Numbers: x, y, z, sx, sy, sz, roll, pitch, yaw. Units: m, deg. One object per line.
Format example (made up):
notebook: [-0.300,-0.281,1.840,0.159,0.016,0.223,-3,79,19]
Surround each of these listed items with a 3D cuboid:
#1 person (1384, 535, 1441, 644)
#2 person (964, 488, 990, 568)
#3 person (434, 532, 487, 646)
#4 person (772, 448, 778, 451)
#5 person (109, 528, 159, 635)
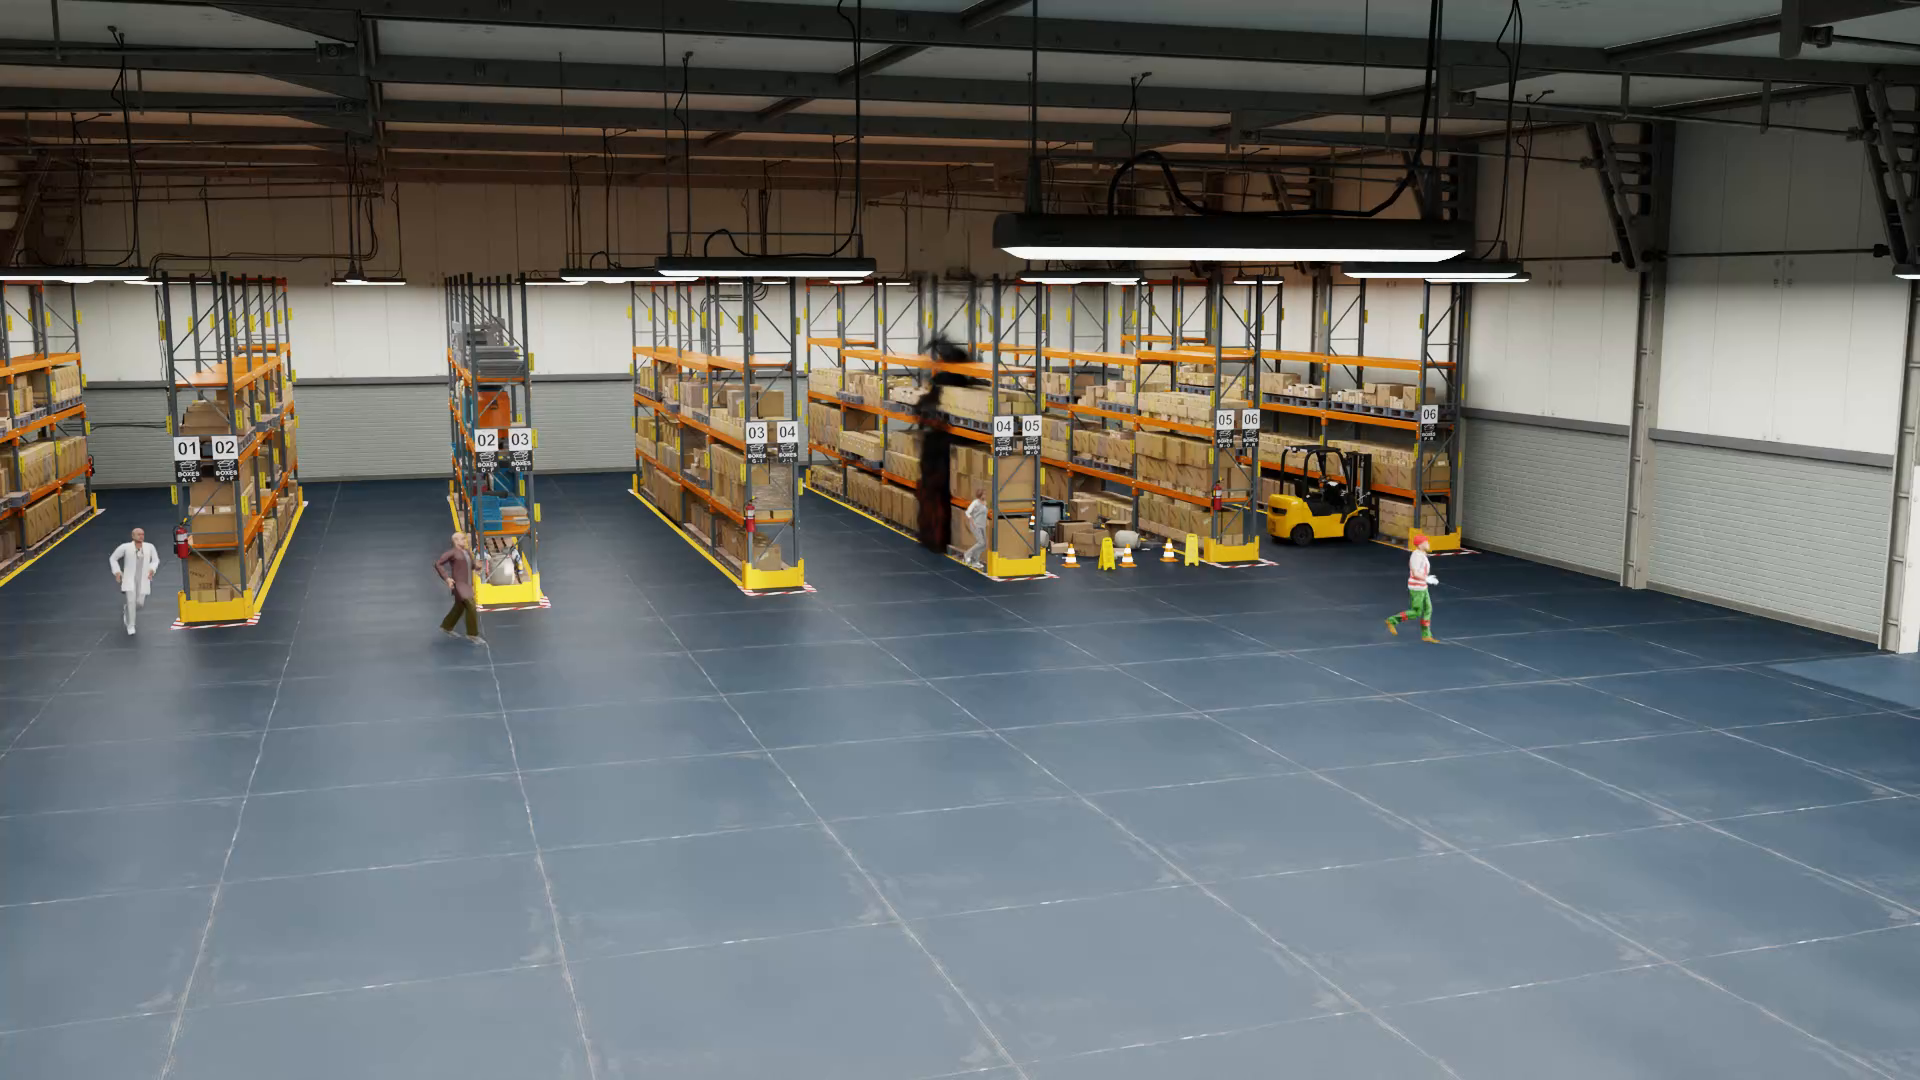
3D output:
person: [7.401,0.789,27.071,0.886,1.781,0.664,3,9,19]
person: [0.341,-0.242,32.606,0.471,1.554,0.586,6,10,35]
person: [-8.095,0.782,26.956,0.903,1.832,0.680,1,9,9]
person: [-5.404,-2.342,47.883,0.712,1.759,0.714,2,9,14]
person: [-13.883,0.666,28.028,0.763,1.735,0.806,-7,11,-40]
